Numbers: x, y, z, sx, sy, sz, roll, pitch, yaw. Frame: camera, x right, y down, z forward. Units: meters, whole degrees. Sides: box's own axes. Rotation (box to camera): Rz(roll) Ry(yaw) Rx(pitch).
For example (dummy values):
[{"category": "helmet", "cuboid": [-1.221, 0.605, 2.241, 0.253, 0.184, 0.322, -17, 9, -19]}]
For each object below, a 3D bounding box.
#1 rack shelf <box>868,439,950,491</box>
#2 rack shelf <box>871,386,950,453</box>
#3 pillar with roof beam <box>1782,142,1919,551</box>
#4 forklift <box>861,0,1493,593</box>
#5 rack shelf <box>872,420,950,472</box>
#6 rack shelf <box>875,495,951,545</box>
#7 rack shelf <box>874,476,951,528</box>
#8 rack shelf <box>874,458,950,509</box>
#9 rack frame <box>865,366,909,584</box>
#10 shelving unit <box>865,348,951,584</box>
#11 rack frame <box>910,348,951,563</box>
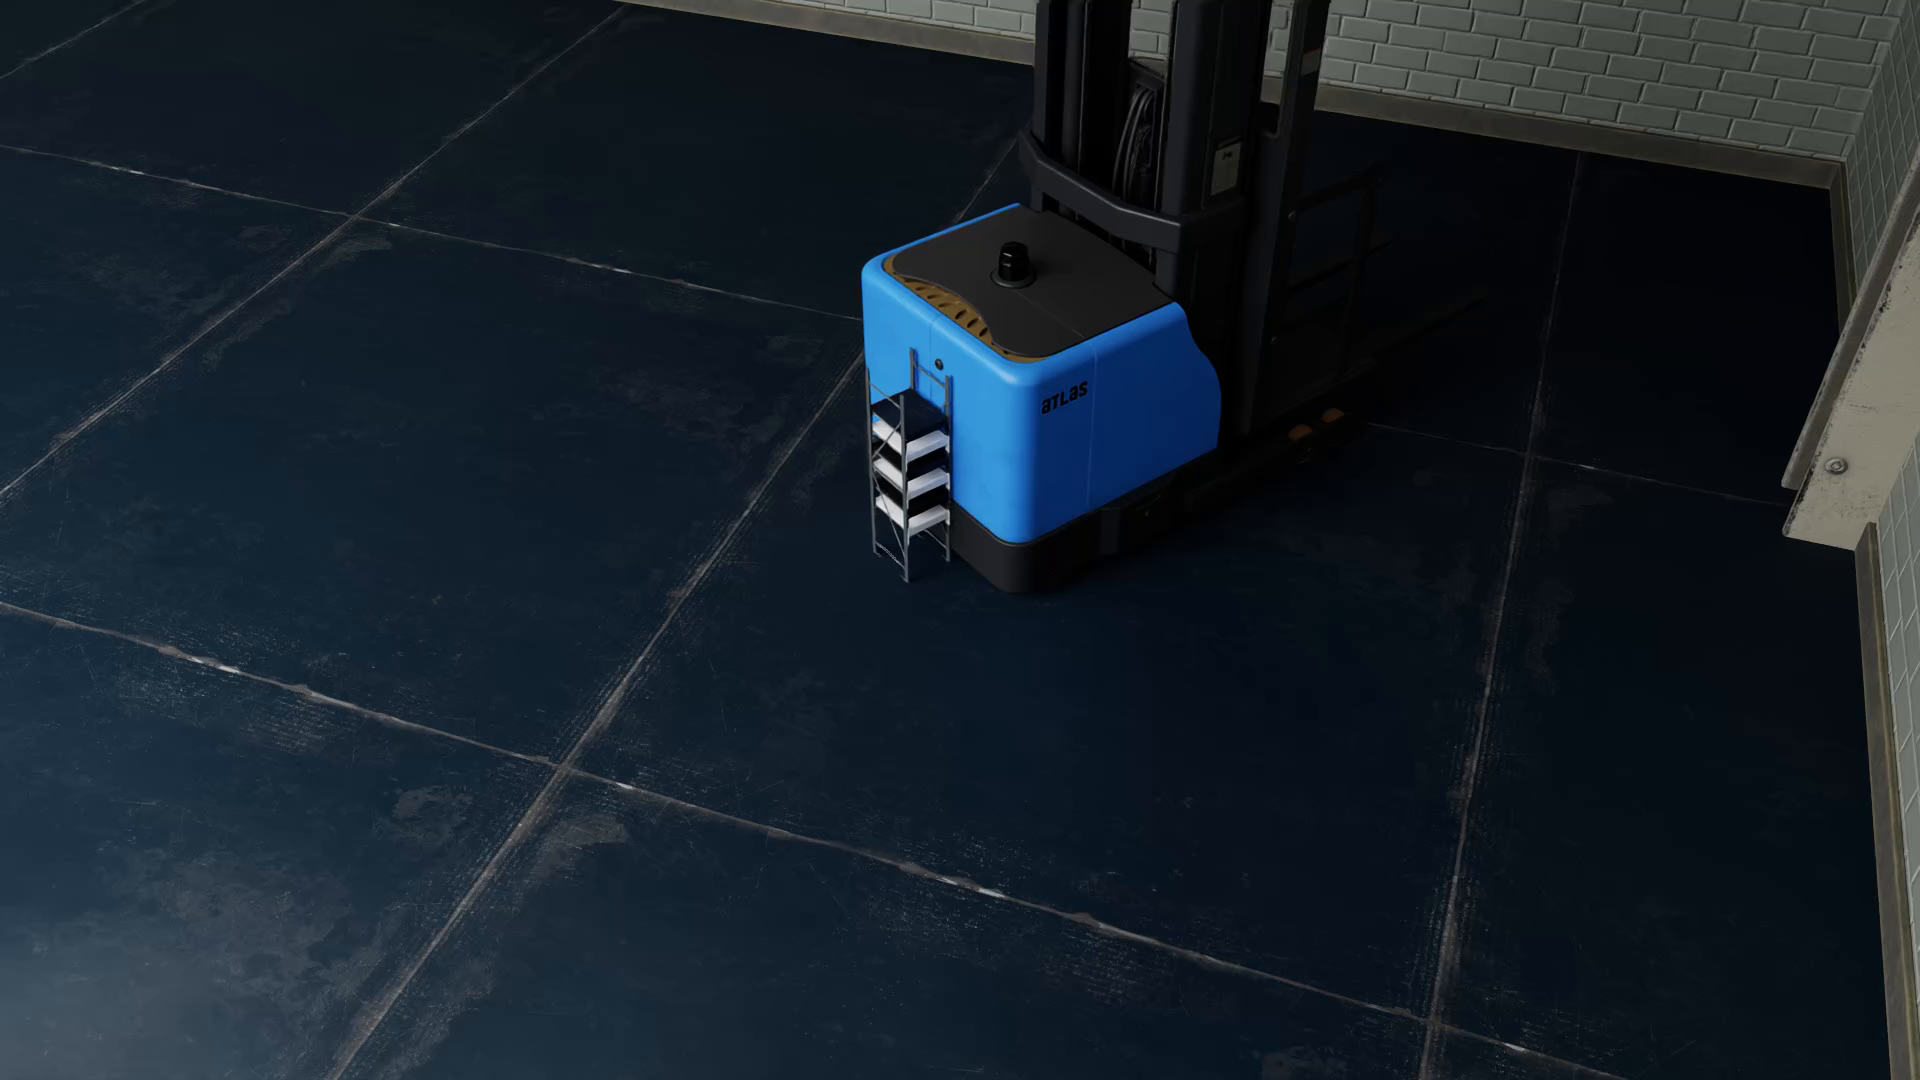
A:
[{"category": "rack shelf", "cuboid": [-0.193, -0.316, 6.340, 0.200, 0.077, 0.258, -26, 47, -27]}, {"category": "rack shelf", "cuboid": [-0.193, -0.453, 6.223, 0.200, 0.077, 0.258, -26, 47, -27]}, {"category": "pillar with roof beam", "cuboid": [-0.482, -4.483, 5.072, 9.100, 9.000, 0.400, 13, 42, 15]}, {"category": "forklift", "cuboid": [1.088, -1.693, 6.476, 3.031, 2.935, 1.130, -26, 47, -27]}, {"category": "rack shelf", "cuboid": [-0.193, -0.385, 6.282, 0.200, 0.077, 0.258, -26, 47, -27]}, {"category": "rack shelf", "cuboid": [-0.193, -0.111, 6.515, 0.200, 0.077, 0.258, -26, 47, -27]}, {"category": "rack shelf", "cuboid": [-0.193, -0.179, 6.457, 0.200, 0.077, 0.258, -26, 47, -27]}, {"category": "rack shelf", "cuboid": [-0.193, -0.248, 6.399, 0.200, 0.077, 0.258, -26, 47, -27]}, {"category": "rack frame", "cuboid": [-0.274, -0.233, 6.330, 0.006, 0.900, 0.240, -26, 47, -27]}, {"category": "shelving unit", "cuboid": [-0.193, -0.273, 6.377, 0.210, 0.900, 0.258, -26, 47, -27]}, {"category": "rack frame", "cuboid": [-0.112, -0.313, 6.424, 0.006, 0.900, 0.240, -26, 47, -27]}]
